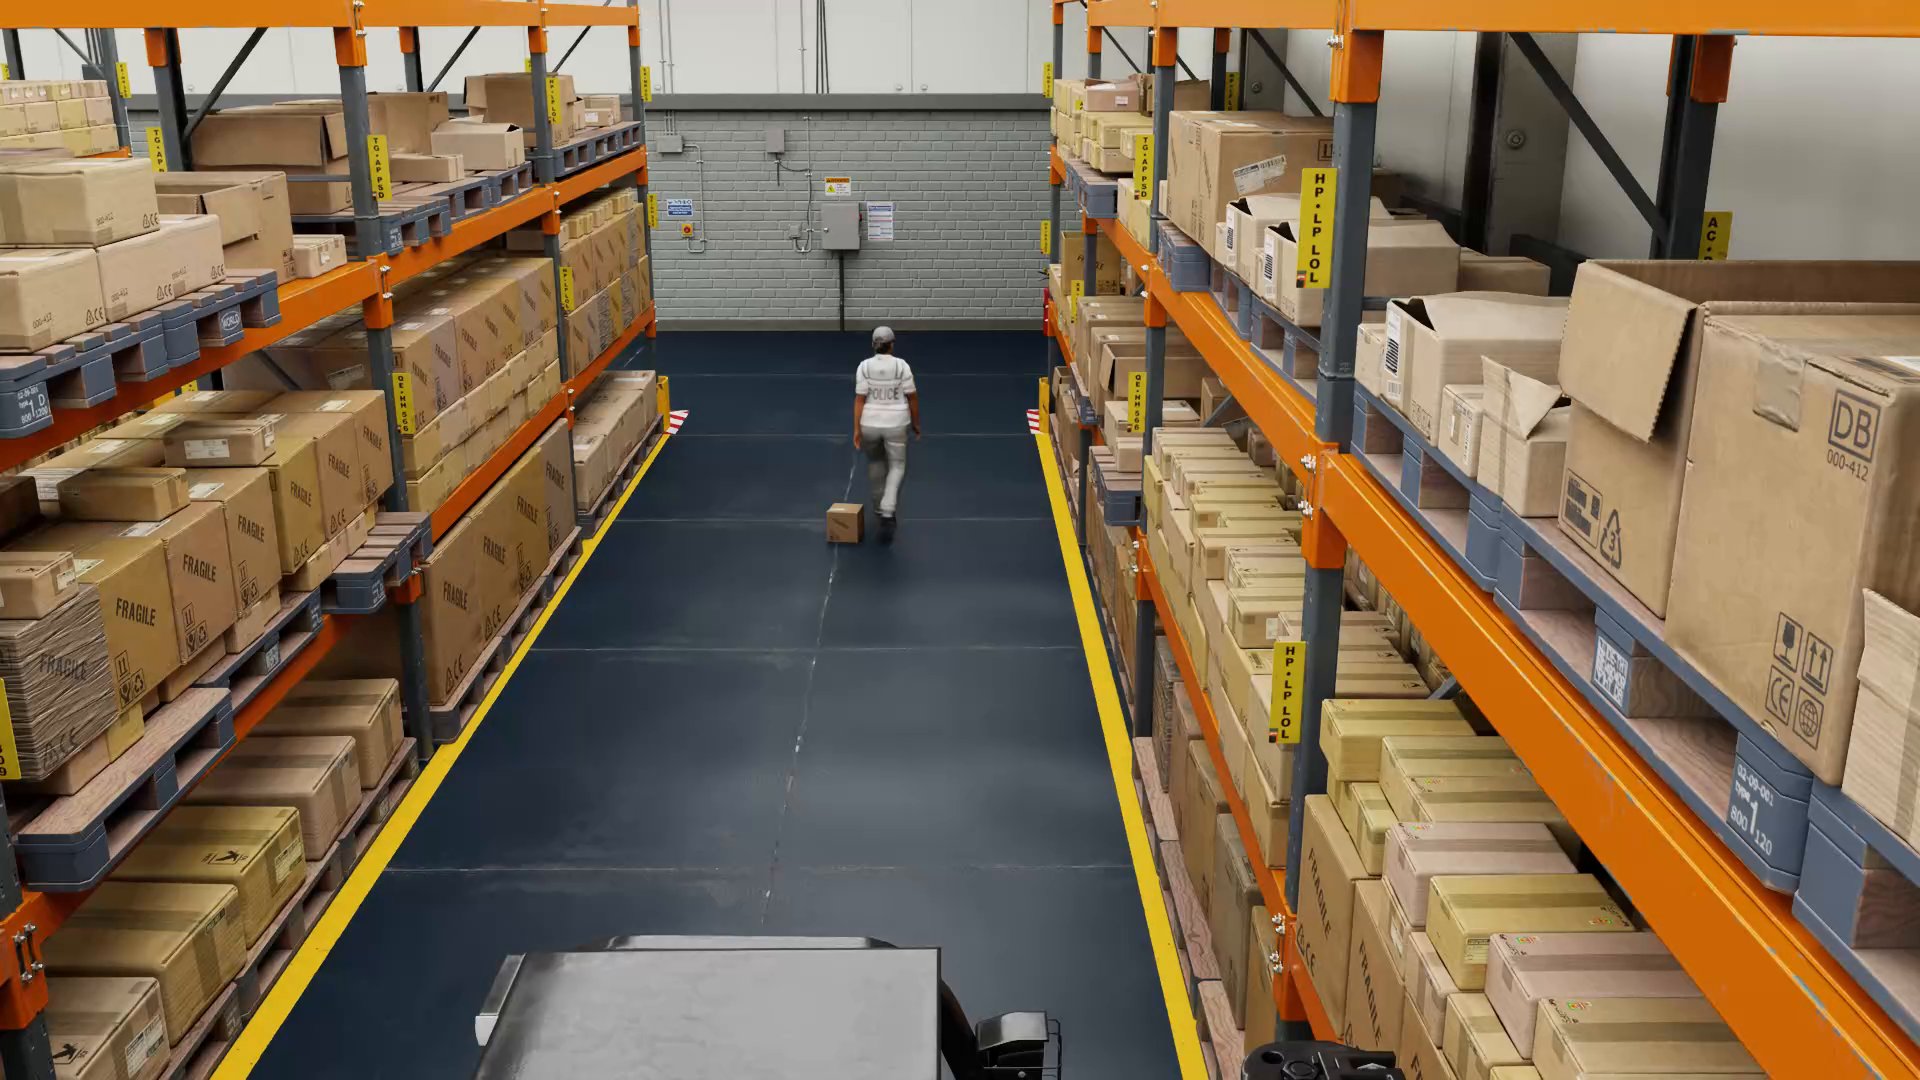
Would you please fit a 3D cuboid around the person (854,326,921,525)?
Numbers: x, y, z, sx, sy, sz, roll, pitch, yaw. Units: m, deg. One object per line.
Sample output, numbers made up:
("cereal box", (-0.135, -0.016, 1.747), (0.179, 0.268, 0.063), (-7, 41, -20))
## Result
("person", (-0.593, -0.927, 13.530), (0.526, 1.616, 0.972), (2, 17, 6))
